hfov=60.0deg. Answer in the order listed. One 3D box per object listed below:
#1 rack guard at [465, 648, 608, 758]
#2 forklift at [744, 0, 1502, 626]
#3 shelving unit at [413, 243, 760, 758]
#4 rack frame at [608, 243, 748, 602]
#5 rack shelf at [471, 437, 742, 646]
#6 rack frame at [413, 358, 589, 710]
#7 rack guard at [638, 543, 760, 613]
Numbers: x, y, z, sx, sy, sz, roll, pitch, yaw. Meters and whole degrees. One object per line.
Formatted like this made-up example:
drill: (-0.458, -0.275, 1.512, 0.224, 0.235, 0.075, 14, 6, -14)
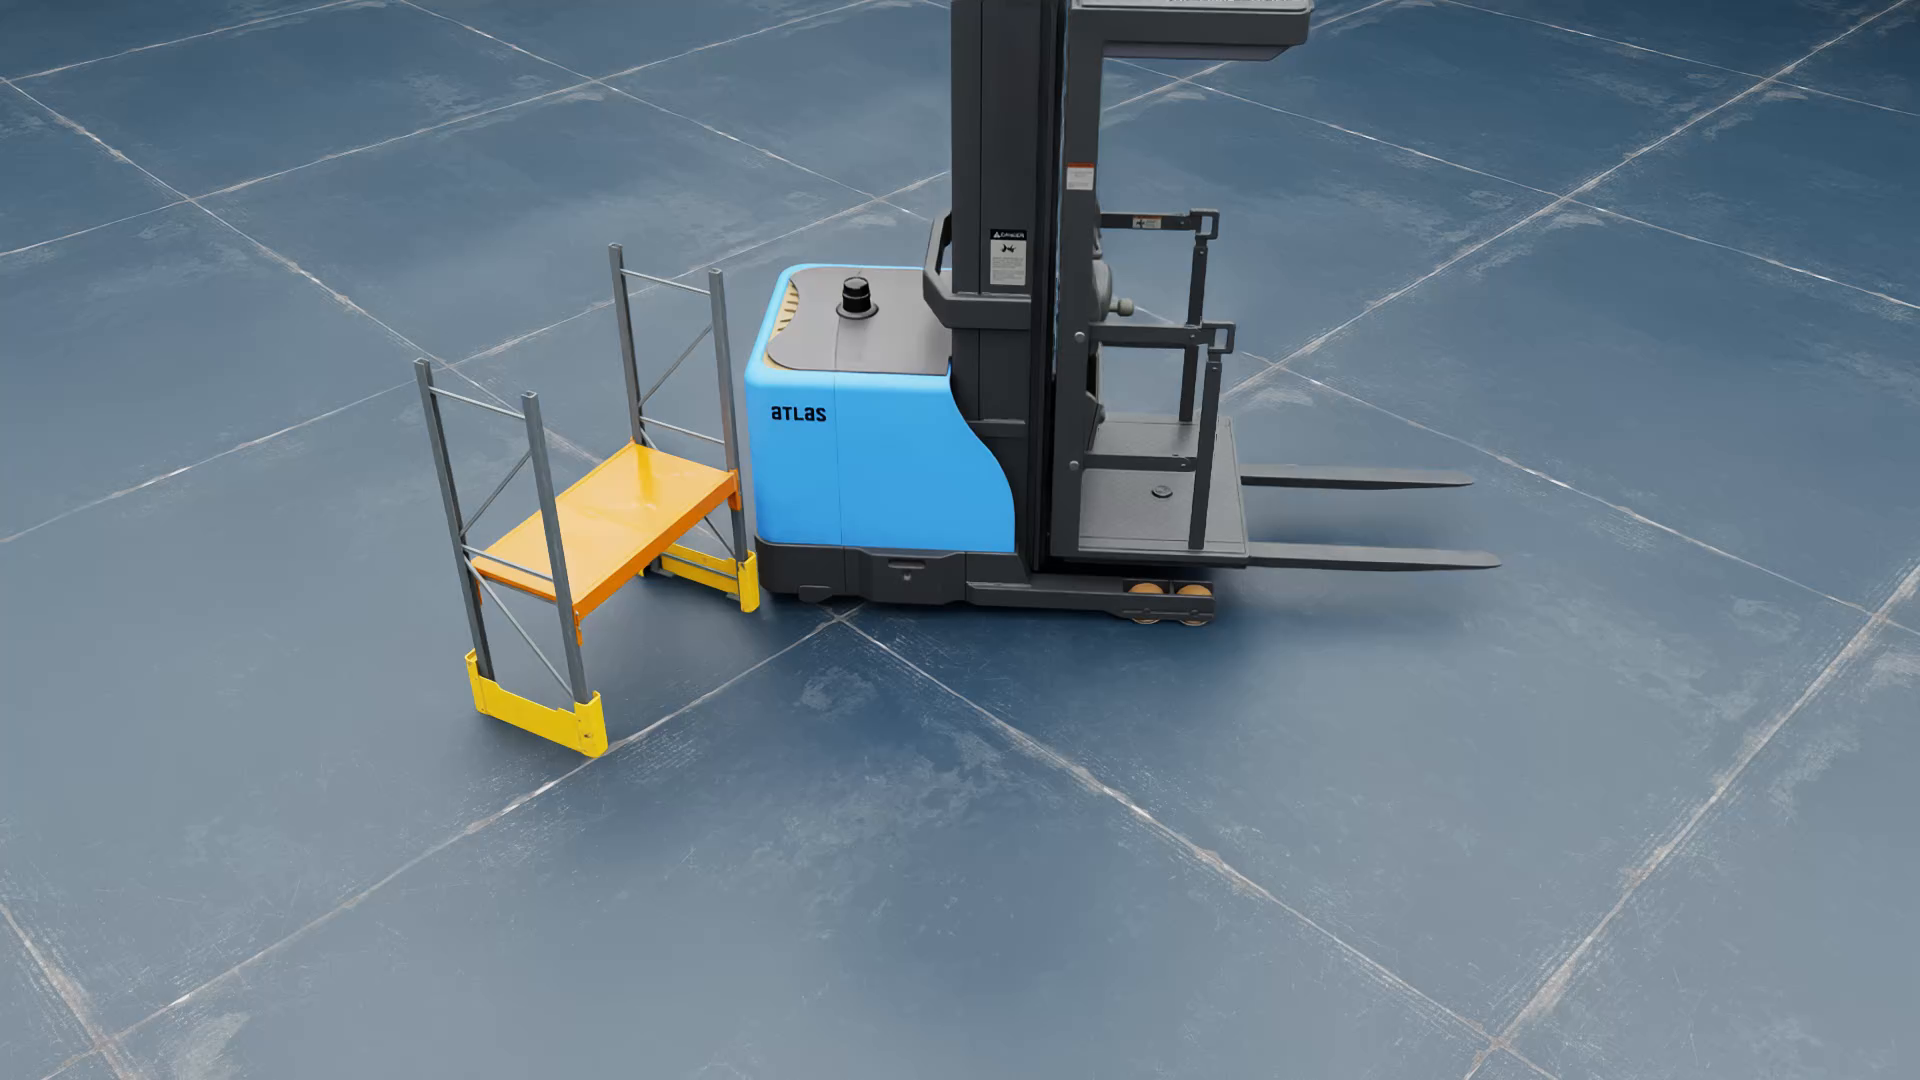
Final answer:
rack guard: (-1.572, 0.600, 6.171, 0.587, 0.250, 0.087, 17, 38, 23)
forklift: (0.703, -1.169, 6.365, 3.031, 2.935, 1.130, 2, 35, 3)
shelving unit: (-1.335, -0.163, 6.172, 0.587, 1.500, 1.083, 17, 38, 23)
rack frame: (-1.088, -0.423, 6.546, 0.500, 1.500, 0.032, 17, 38, 23)
rack shelf: (-1.330, -0.020, 6.282, 0.538, 0.185, 1.000, 17, 38, 23)
rack frame: (-1.572, 0.088, 5.812, 0.500, 1.500, 0.032, 17, 38, 23)
rack guard: (-1.097, 0.099, 6.889, 0.587, 0.250, 0.087, 17, 38, 23)
